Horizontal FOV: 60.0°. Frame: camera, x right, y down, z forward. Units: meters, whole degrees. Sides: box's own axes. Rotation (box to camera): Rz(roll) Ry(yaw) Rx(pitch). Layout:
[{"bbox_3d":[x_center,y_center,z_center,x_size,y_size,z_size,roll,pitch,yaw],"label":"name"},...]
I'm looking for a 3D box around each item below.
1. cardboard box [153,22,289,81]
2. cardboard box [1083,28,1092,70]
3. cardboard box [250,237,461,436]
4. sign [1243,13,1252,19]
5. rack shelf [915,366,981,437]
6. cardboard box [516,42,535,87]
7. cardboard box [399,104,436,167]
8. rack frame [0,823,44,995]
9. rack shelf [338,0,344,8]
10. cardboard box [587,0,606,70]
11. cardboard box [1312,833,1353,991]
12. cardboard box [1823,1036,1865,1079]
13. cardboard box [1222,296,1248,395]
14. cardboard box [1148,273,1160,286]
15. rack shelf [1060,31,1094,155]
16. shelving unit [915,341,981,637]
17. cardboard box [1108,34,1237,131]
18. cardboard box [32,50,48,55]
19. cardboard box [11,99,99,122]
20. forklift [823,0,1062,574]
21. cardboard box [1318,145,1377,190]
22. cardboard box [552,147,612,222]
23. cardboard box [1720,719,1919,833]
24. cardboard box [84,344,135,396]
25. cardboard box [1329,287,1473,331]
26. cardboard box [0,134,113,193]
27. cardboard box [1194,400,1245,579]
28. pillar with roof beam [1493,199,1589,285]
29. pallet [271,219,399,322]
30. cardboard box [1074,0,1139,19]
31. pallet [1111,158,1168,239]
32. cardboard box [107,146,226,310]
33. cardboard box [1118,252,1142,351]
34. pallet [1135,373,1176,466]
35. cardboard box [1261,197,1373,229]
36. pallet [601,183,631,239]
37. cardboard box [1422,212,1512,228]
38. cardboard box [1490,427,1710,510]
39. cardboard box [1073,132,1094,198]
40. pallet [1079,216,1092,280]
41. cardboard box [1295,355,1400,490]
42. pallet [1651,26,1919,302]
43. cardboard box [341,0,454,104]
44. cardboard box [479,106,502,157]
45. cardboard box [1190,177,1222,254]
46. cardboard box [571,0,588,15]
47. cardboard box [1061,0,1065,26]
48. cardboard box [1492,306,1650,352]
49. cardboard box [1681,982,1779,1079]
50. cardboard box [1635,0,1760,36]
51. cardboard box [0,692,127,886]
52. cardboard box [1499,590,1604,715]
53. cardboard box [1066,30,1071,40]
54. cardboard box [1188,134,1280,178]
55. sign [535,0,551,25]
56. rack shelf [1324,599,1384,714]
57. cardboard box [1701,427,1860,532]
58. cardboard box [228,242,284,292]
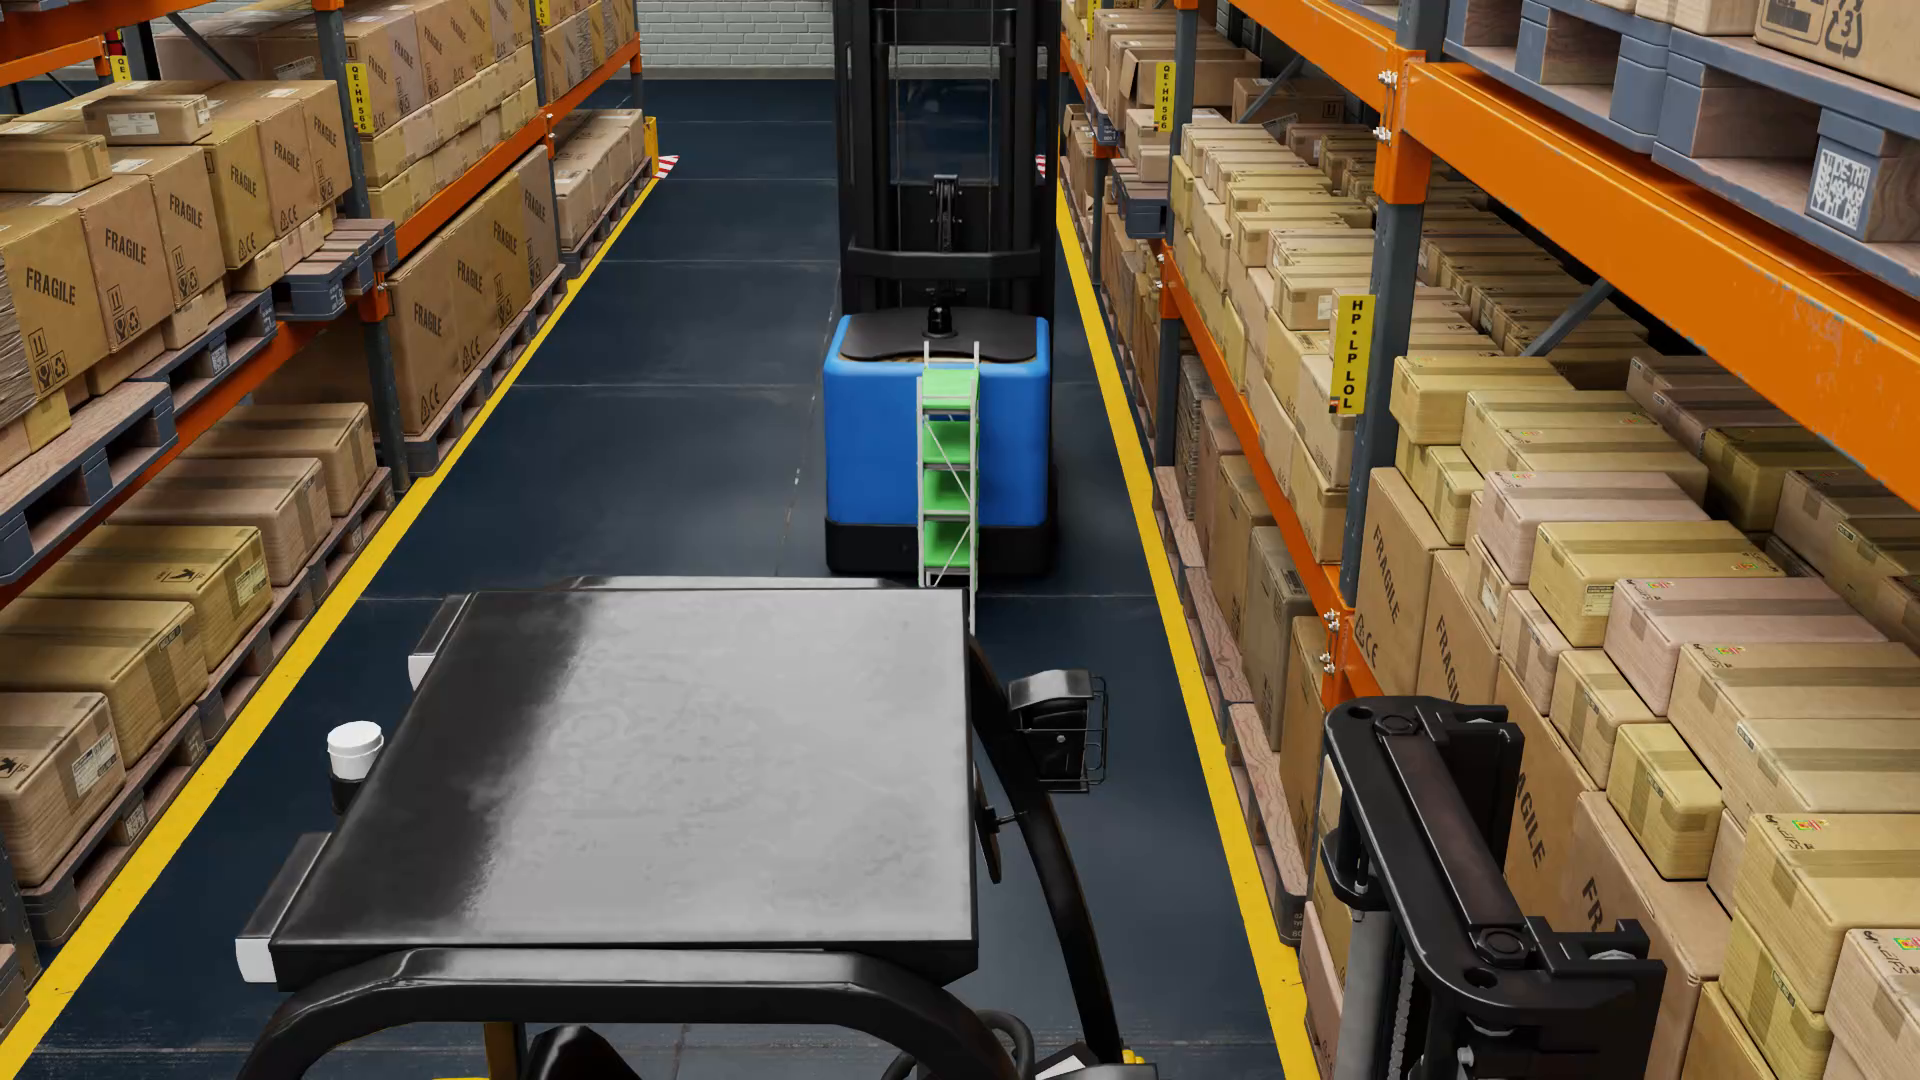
[{"bbox_3d":[-3.698,-2.339,8.447,0.500,0.500,0.500,-1,24,-2],"label":"cardboard box"},{"bbox_3d":[1.220,-3.780,12.789,0.500,0.250,0.500,0,24,0],"label":"cardboard box"},{"bbox_3d":[-3.355,-1.134,9.186,0.875,0.875,0.875,0,24,-1],"label":"cardboard box"},{"bbox_3d":[2.044,-3.829,11.672,0.100,0.325,0.005,0,24,-1],"label":"sign"},{"bbox_3d":[-0.047,-0.596,7.101,0.258,0.148,0.480,1,24,2],"label":"rack shelf"},{"bbox_3d":[-3.226,-3.253,11.378,0.500,0.250,0.500,0,24,-1],"label":"cardboard box"},{"bbox_3d":[-3.193,-2.208,9.068,0.500,0.250,0.500,0,24,1],"label":"cardboard box"},{"bbox_3d":[-3.387,0.022,4.560,1.000,3.000,0.127,0,24,-1],"label":"rack frame"},{"bbox_3d":[-3.452,-3.489,9.557,1.077,0.370,4.000,0,24,-1],"label":"rack shelf"},{"bbox_3d":[-3.223,-4.139,13.640,0.500,0.500,0.500,0,24,1],"label":"cardboard box"},{"bbox_3d":[1.273,1.033,4.546,0.500,0.250,0.500,0,24,-1],"label":"cardboard box"},{"bbox_3d":[1.321,0.740,2.066,0.380,0.149,0.250,-1,24,-2],"label":"cardboard box"},{"bbox_3d":[1.311,-0.764,6.482,0.500,0.250,0.500,1,24,1],"label":"cardboard box"},{"bbox_3d":[1.282,-1.421,9.489,0.380,0.149,0.250,-1,24,-2],"label":"cardboard box"},{"bbox_3d":[1.468,-3.794,13.872,1.077,0.370,4.000,0,24,-1],"label":"rack shelf"},{"bbox_3d":[-0.047,-0.216,7.273,0.258,1.200,0.503,1,24,2],"label":"shelving unit"},{"bbox_3d":[1.285,-2.798,10.165,0.700,0.500,0.500,0,24,-1],"label":"cardboard box"},{"bbox_3d":[-8.171,-4.300,14.422,0.380,0.149,0.250,0,24,1],"label":"cardboard box"},{"bbox_3d":[-3.644,-1.597,7.149,0.500,0.500,0.500,1,24,2],"label":"cardboard box"},{"bbox_3d":[-0.051,-1.739,8.539,1.130,2.935,3.031,1,24,2],"label":"forklift"},{"bbox_3d":[1.795,-1.643,7.335,0.380,0.149,0.250,0,24,-1],"label":"cardboard box"},{"bbox_3d":[-3.384,-2.926,13.679,0.875,0.438,0.875,-1,24,-2],"label":"cardboard box"},{"bbox_3d":[1.383,0.391,2.475,0.380,0.149,0.250,0,24,0],"label":"cardboard box"},{"bbox_3d":[-3.111,-0.609,5.752,0.380,0.149,0.250,0,24,0],"label":"cardboard box"},{"bbox_3d":[1.380,-0.690,5.226,0.380,0.149,0.250,0,24,-1],"label":"cardboard box"},{"bbox_3d":[-3.153,-1.288,5.679,0.380,0.149,0.250,1,24,2],"label":"cardboard box"},{"bbox_3d":[1.541,-0.233,7.497,0.875,0.625,0.625,1,24,1],"label":"cardboard box"},{"bbox_3d":[-1.856,-3.831,5.800,9.100,9.000,0.400,0,24,-1],"label":"pillar with roof beam"},{"bbox_3d":[-3.316,-1.245,7.596,1.213,0.211,1.003,0,24,-1],"label":"pallet"},{"bbox_3d":[1.198,-4.549,13.579,0.500,0.500,0.500,0,24,1],"label":"cardboard box"},{"bbox_3d":[1.455,-1.841,8.914,1.213,0.211,1.003,0,24,-1],"label":"pallet"},{"bbox_3d":[-3.119,-1.166,6.197,0.500,0.500,0.500,-1,24,-3],"label":"cardboard box"},{"bbox_3d":[1.286,-1.511,10.475,0.500,0.500,0.500,-1,24,-2],"label":"cardboard box"},{"bbox_3d":[1.563,-0.687,9.513,1.003,0.211,1.213,0,24,-1],"label":"pallet"},{"bbox_3d":[1.366,-1.220,6.398,0.380,0.149,0.250,0,24,-1],"label":"cardboard box"},{"bbox_3d":[-3.420,-2.821,14.232,1.003,0.211,1.213,0,24,-1],"label":"pallet"},{"bbox_3d":[1.817,-1.117,6.171,0.380,0.149,0.250,0,24,0],"label":"cardboard box"},{"bbox_3d":[1.388,-0.133,3.635,0.380,0.149,0.250,-1,24,-2],"label":"cardboard box"},{"bbox_3d":[1.234,-3.175,14.155,0.500,0.500,0.500,0,24,0],"label":"cardboard box"},{"bbox_3d":[1.483,-2.310,13.102,1.003,0.211,1.213,0,24,-1],"label":"pallet"},{"bbox_3d":[1.316,-0.362,4.986,0.500,0.250,0.500,-1,24,-2],"label":"cardboard box"},{"bbox_3d":[1.622,-0.475,2.128,1.003,0.211,1.213,0,24,-1],"label":"pallet"},{"bbox_3d":[-3.196,-2.749,9.353,0.500,0.500,0.500,0,24,1],"label":"cardboard box"},{"bbox_3d":[-3.226,-2.604,10.550,0.500,0.250,0.500,-1,24,-2],"label":"cardboard box"},{"bbox_3d":[1.298,-1.419,7.323,0.500,0.250,0.500,0,24,1],"label":"cardboard box"},{"bbox_3d":[-3.231,-4.392,12.986,0.500,0.500,0.500,0,24,0],"label":"cardboard box"},{"bbox_3d":[1.181,-4.825,15.100,0.500,0.250,0.500,0,24,0],"label":"cardboard box"},{"bbox_3d":[1.837,-0.599,5.026,0.380,0.149,0.250,-1,24,-2],"label":"cardboard box"},{"bbox_3d":[1.350,0.975,2.334,0.500,0.500,0.500,-1,24,-2],"label":"cardboard box"},{"bbox_3d":[1.289,-0.931,2.560,0.396,0.266,0.258,-1,24,-2],"label":"cardboard box"},{"bbox_3d":[-3.395,0.812,5.493,0.950,0.372,0.625,0,24,0],"label":"cardboard box"},{"bbox_3d":[1.282,0.214,3.228,0.380,0.149,0.250,0,24,-1],"label":"cardboard box"},{"bbox_3d":[1.175,-4.695,15.296,0.380,0.149,0.250,0,24,-1],"label":"cardboard box"},{"bbox_3d":[1.246,-1.748,7.567,0.380,0.149,0.250,0,24,1],"label":"cardboard box"},{"bbox_3d":[-2.931,-3.772,11.641,0.100,0.325,0.005,0,24,-1],"label":"sign"},{"bbox_3d":[1.599,1.150,2.939,1.077,0.370,4.000,0,24,-1],"label":"rack shelf"},{"bbox_3d":[1.860,-0.135,3.640,0.380,0.149,0.250,0,24,-1],"label":"cardboard box"},{"bbox_3d":[-3.057,-1.138,6.921,0.380,0.149,0.250,0,24,0],"label":"cardboard box"}]
